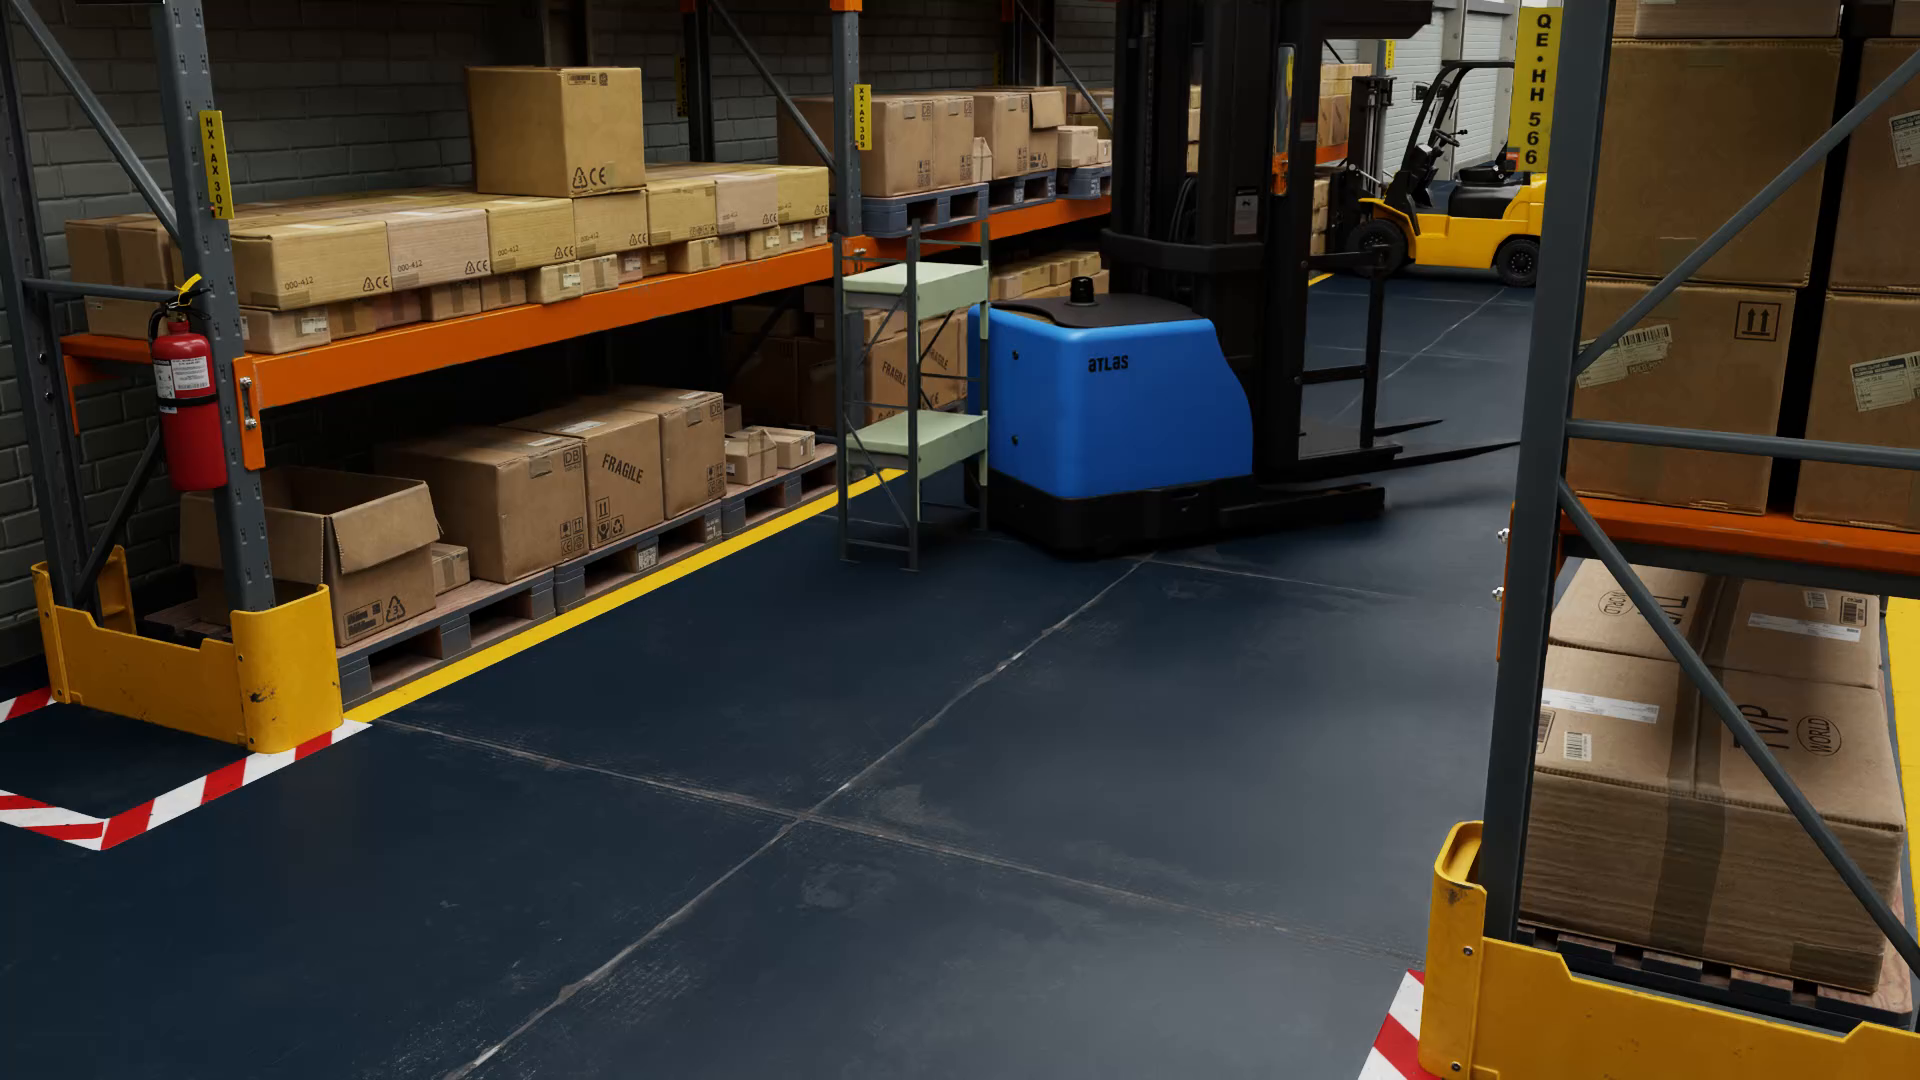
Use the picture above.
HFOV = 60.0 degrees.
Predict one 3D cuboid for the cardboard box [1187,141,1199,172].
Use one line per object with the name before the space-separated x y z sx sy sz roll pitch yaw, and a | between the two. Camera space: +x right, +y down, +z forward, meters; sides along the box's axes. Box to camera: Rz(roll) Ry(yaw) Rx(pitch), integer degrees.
cardboard box | 1.665 -3.117 13.513 0.500 0.250 0.500 7 18 24

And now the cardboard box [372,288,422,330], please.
cardboard box | -2.229 -0.880 6.160 0.380 0.149 0.250 8 18 25

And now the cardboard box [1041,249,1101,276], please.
cardboard box | 0.801 -2.003 12.014 0.380 0.149 0.250 7 18 23

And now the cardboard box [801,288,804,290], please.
cardboard box | -0.781 -1.472 10.226 0.380 0.149 0.250 7 18 23

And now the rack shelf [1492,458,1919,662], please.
rack shelf | 2.556 -0.343 5.176 1.077 0.370 4.000 8 18 25

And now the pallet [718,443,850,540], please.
pallet | -1.300 -0.317 8.720 1.003 0.211 1.213 8 18 25

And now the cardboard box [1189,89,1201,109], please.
cardboard box | 1.768 -3.580 13.494 0.380 0.149 0.250 9 19 27

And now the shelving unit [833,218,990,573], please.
shelving unit | -0.210 -0.689 7.709 0.431 1.500 0.755 8 18 25

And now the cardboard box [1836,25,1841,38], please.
cardboard box | 7.415 -3.990 13.735 0.700 0.500 0.500 8 18 25

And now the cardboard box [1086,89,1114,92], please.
cardboard box | 1.180 -3.582 13.501 0.380 0.149 0.250 8 18 25

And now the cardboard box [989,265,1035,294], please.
cardboard box | 0.280 -1.743 11.138 0.380 0.149 0.250 8 18 25

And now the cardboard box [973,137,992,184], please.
cardboard box | -0.028 -2.270 9.898 0.396 0.266 0.258 9 19 28

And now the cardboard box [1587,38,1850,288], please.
cardboard box | 1.665 -0.859 3.717 0.500 0.500 0.500 9 19 27

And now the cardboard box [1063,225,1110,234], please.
cardboard box | 1.371 -2.235 13.713 0.875 0.625 0.625 9 19 27

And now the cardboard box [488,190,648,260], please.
cardboard box | -1.678 -1.352 7.050 0.500 0.250 0.500 8 18 24

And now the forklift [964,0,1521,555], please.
forklift | 1.569 -1.613 8.306 3.031 2.935 1.130 -8 19 -26

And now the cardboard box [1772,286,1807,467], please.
cardboard box | 1.879 -0.509 4.295 0.500 0.500 0.500 8 18 24

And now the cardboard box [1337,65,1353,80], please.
cardboard box | 3.918 -4.931 17.519 0.380 0.149 0.250 8 19 26

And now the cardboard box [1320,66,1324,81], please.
cardboard box | 3.431 -4.677 16.666 0.380 0.149 0.250 8 18 24

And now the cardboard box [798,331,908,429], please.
cardboard box | -0.575 -0.926 9.526 0.500 0.500 0.500 9 19 28

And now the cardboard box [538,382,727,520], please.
cardboard box | -1.541 -0.433 7.868 0.700 0.500 0.500 7 18 23

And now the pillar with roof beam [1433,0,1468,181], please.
pillar with roof beam | 12.466 -10.207 26.585 9.100 9.000 0.400 8 18 25

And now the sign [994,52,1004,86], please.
sign | 0.297 -3.472 12.412 0.100 0.325 0.005 8 18 25

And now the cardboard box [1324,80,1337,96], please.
cardboard box | 3.669 -4.664 17.144 0.380 0.149 0.250 8 18 24

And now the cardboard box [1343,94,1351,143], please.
cardboard box | 3.916 -4.513 17.773 0.500 0.500 0.500 8 18 24

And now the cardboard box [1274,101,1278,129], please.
cardboard box | 2.592 -3.876 15.192 0.500 0.250 0.500 8 18 24

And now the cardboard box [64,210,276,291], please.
cardboard box | -2.812 -1.031 5.969 0.500 0.250 0.500 9 19 27

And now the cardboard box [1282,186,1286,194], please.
cardboard box | 3.079 -3.312 16.242 0.500 0.250 0.500 8 18 25

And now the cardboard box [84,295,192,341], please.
cardboard box | -2.872 -0.808 5.916 0.380 0.149 0.250 8 18 25

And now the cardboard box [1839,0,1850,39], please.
cardboard box | 3.262 -1.801 5.750 0.380 0.149 0.250 8 18 25

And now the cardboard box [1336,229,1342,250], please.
cardboard box | 3.768 -3.221 17.694 0.500 0.250 0.500 9 19 27

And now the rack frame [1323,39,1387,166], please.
rack frame | 4.370 -4.885 19.203 1.000 3.000 0.127 8 18 25

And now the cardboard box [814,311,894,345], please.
cardboard box | -0.594 -1.200 9.309 0.380 0.149 0.250 9 19 28

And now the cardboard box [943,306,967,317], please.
cardboard box | -0.180 -1.478 10.244 0.380 0.149 0.250 8 18 25

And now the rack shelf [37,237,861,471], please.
rack shelf | -1.886 -0.974 7.299 1.077 0.370 4.000 8 18 25

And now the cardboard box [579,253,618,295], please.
cardboard box | -1.668 -1.129 7.000 0.380 0.149 0.250 9 19 27

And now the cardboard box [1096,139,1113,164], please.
cardboard box | 0.845 -2.712 11.590 0.380 0.149 0.250 8 19 26

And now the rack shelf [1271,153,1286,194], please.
rack shelf | 1.689 -3.012 14.160 1.077 0.370 4.000 8 18 25

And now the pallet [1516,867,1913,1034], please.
pallet | 1.950 0.944 4.475 1.003 0.211 1.213 8 18 25

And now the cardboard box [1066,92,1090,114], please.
cardboard box | 0.759 -3.315 12.601 0.380 0.149 0.250 9 19 27

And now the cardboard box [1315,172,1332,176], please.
cardboard box | 4.004 -3.830 17.986 0.500 0.250 0.500 8 18 26

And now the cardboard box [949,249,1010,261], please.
cardboard box | 0.140 -2.004 12.016 0.380 0.149 0.250 9 19 27

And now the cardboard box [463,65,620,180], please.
cardboard box | -1.896 -1.913 7.621 0.500 0.500 0.500 8 18 24

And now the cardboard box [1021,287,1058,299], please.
cardboard box | 0.334 -1.455 11.309 0.500 0.500 0.500 9 19 28

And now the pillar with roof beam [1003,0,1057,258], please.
pillar with roof beam | 4.423 -5.622 11.148 9.100 9.000 0.400 8 18 25

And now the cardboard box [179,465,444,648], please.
cardboard box | -2.422 0.042 6.261 0.797 0.503 0.637 7 18 23

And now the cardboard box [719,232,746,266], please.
cardboard box | -1.242 -1.393 7.887 0.380 0.149 0.250 9 19 27

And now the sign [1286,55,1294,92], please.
sign | 3.072 -4.317 15.395 0.100 0.325 0.005 8 18 25

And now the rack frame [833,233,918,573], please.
rack frame | -0.372 -0.595 7.395 0.400 1.500 0.023 8 18 25

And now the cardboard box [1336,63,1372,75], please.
cardboard box | 4.398 -5.268 18.656 0.380 0.149 0.250 8 18 26

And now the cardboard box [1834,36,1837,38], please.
cardboard box | 2.105 -1.395 4.381 0.380 0.149 0.250 8 18 25
